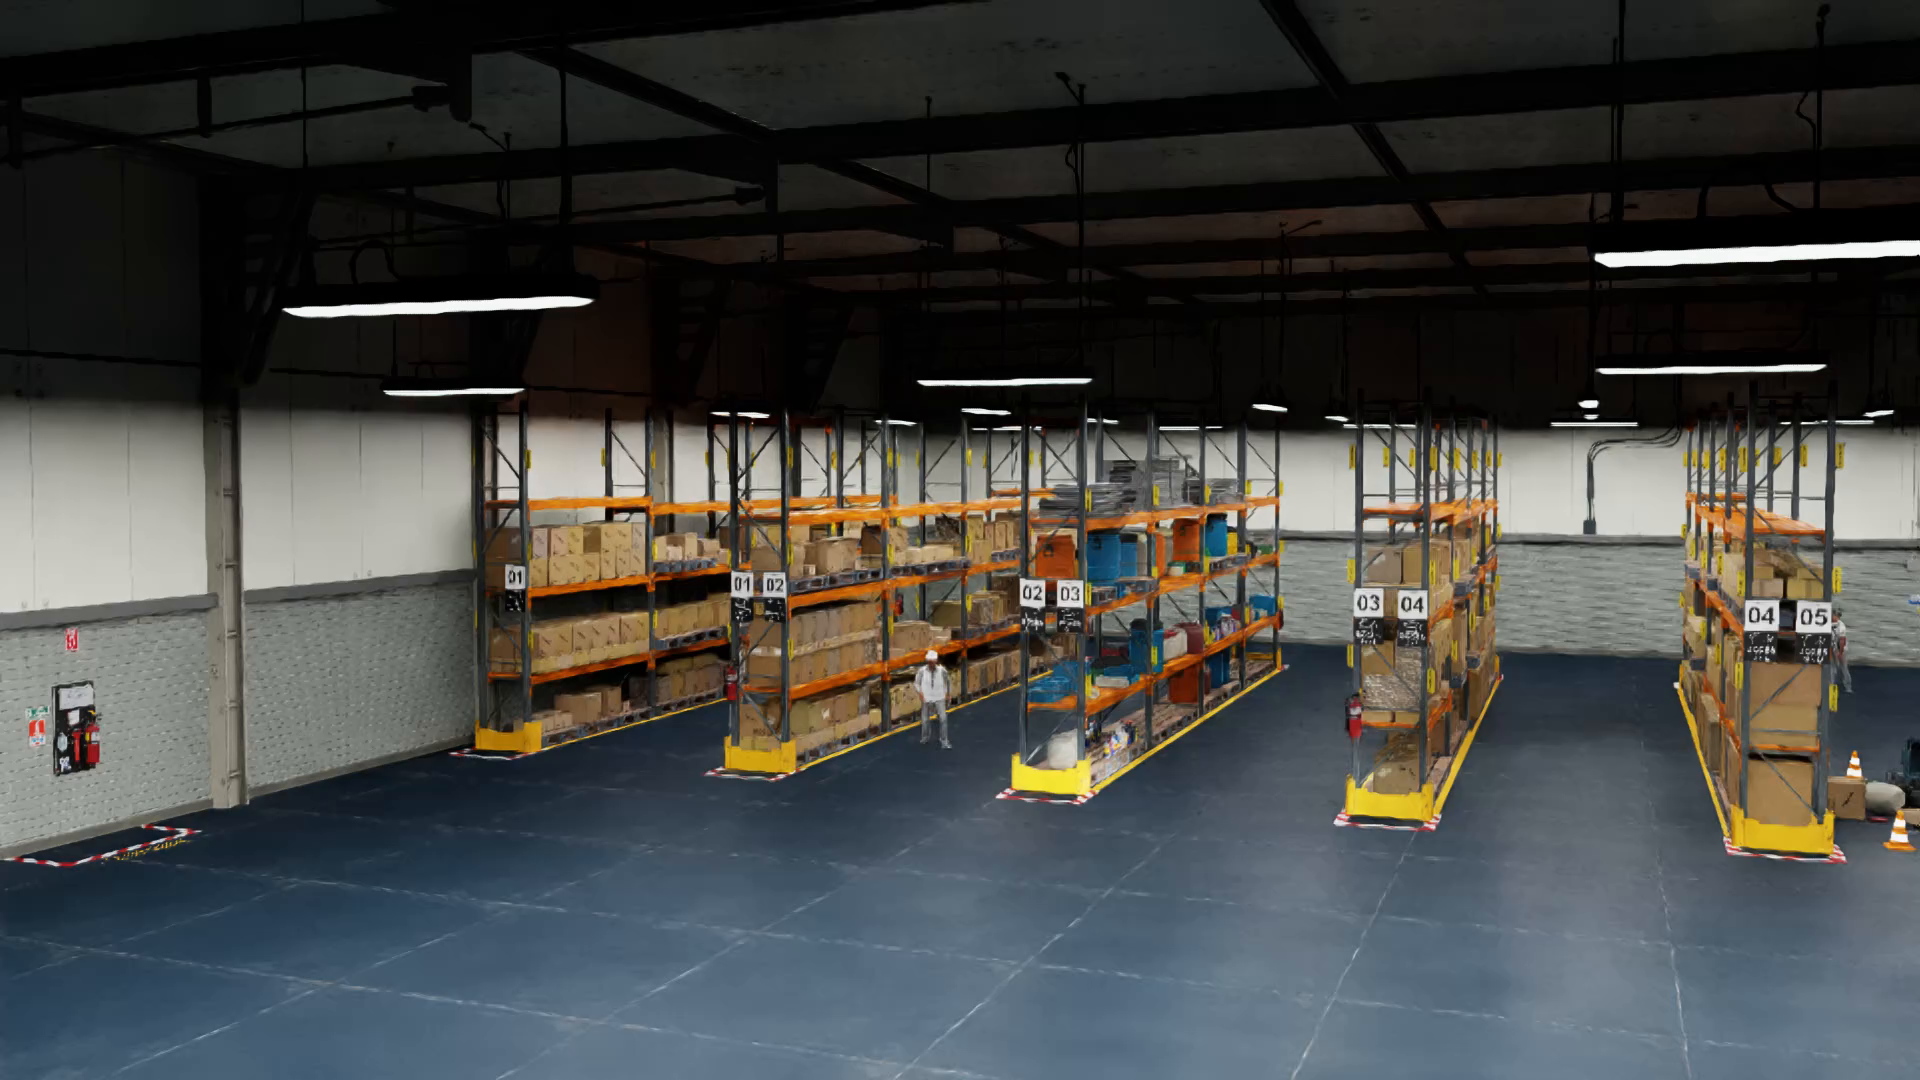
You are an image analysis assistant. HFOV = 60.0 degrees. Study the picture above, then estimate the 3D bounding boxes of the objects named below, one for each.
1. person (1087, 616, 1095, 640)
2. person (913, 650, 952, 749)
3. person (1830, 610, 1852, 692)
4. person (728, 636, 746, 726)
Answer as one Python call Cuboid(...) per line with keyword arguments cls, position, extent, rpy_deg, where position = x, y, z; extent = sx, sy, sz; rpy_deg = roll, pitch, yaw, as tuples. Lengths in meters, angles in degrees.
Cuboid(cls="person", position=(3.410, 1.930, 45.972), extent=(0.684, 1.663, 0.795), rpy_deg=(0, 3, 1))
Cuboid(cls="person", position=(-0.470, 2.737, 28.840), extent=(0.661, 1.714, 0.844), rpy_deg=(0, 3, 4))
Cuboid(cls="person", position=(18.924, 2.386, 35.878), extent=(0.560, 1.752, 0.664), rpy_deg=(0, 3, 3))
Cuboid(cls="person", position=(-4.126, 2.639, 31.096), extent=(0.416, 1.677, 0.537), rpy_deg=(0, 3, -8))
